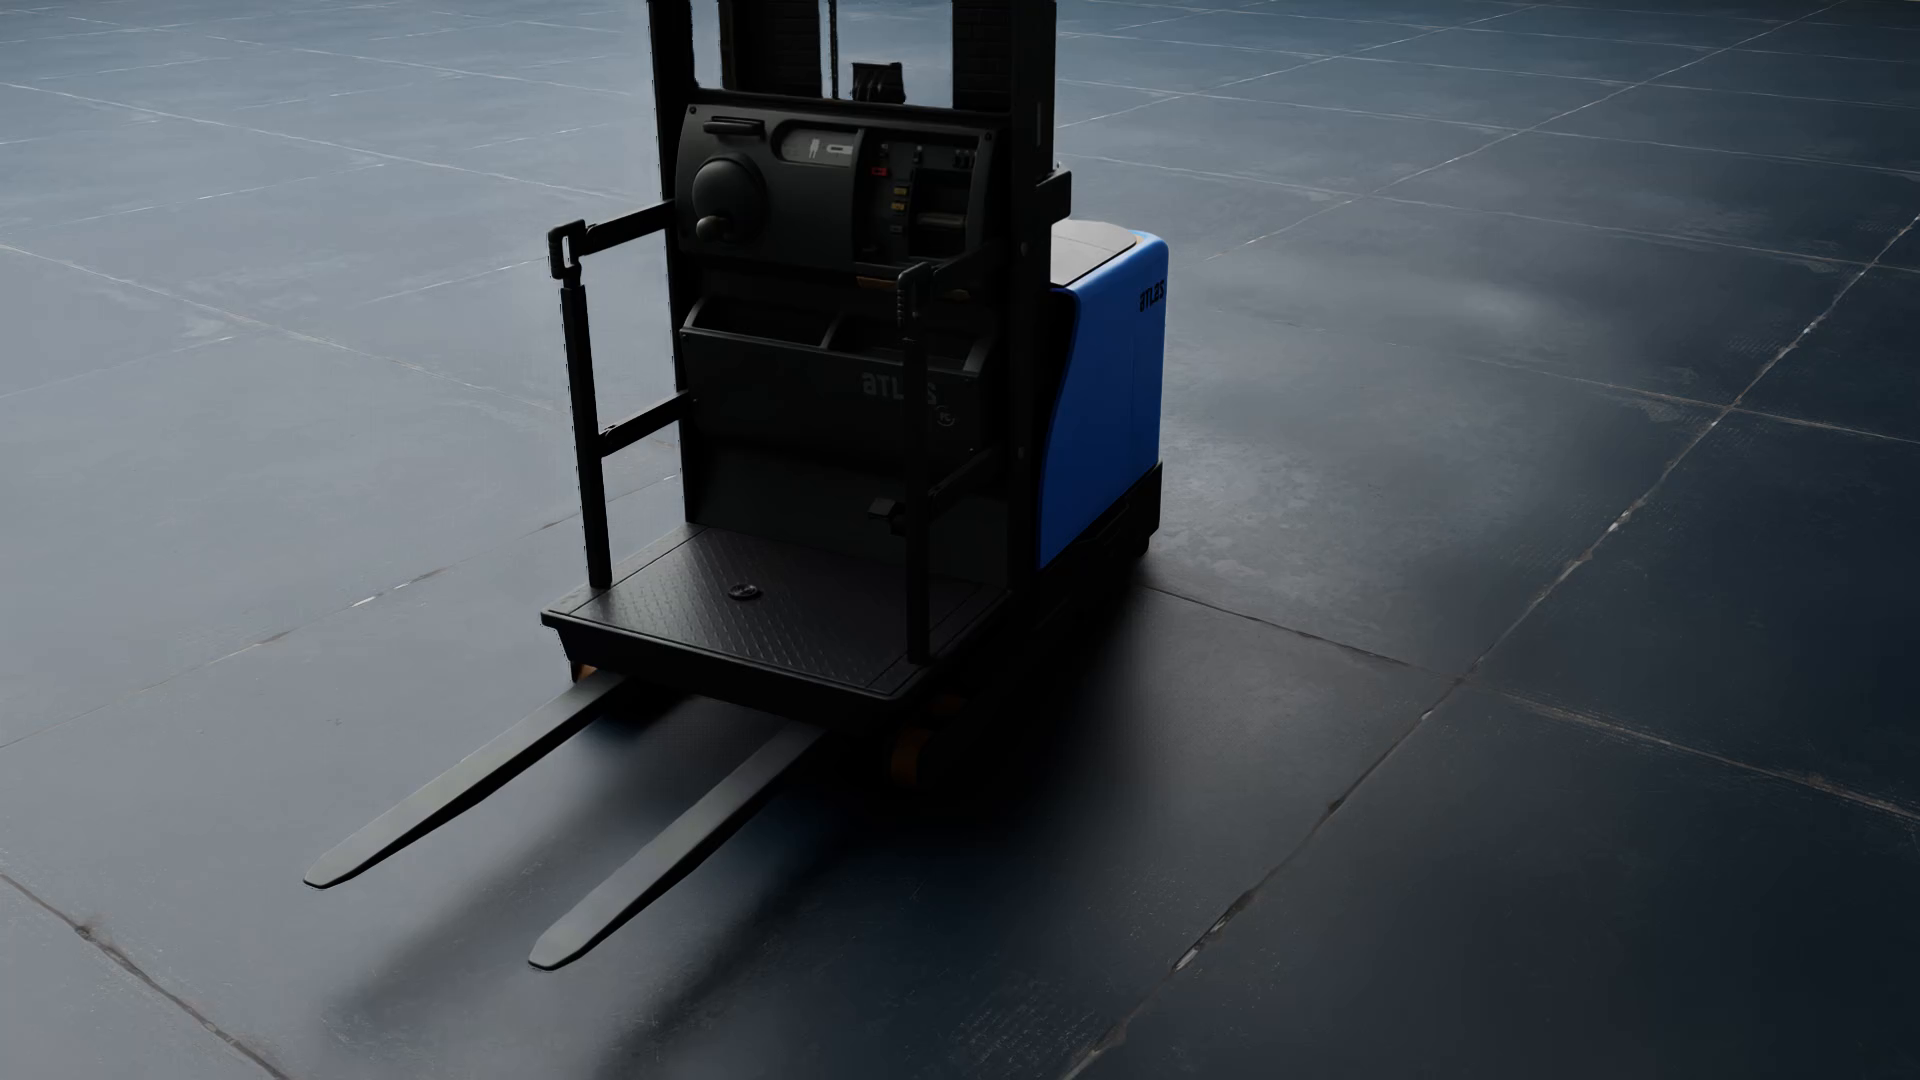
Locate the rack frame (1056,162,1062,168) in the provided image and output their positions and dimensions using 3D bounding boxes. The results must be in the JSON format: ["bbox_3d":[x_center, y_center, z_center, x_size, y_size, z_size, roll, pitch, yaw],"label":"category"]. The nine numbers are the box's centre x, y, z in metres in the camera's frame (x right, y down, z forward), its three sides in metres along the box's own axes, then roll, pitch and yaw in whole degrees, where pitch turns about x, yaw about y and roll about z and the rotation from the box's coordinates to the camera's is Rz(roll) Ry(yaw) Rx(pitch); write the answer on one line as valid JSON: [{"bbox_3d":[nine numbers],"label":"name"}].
[{"bbox_3d":[0.296,-0.707,5.867,0.015,1.200,0.240,10,26,22],"label":"rack frame"}]

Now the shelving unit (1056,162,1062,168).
[{"bbox_3d":[0.073,-0.747,5.958,0.503,1.200,0.258,10,26,22],"label":"shelving unit"}]

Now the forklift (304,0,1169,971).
[{"bbox_3d":[-0.429,-0.897,4.150,1.130,2.935,3.031,11,26,24],"label":"forklift"}]
